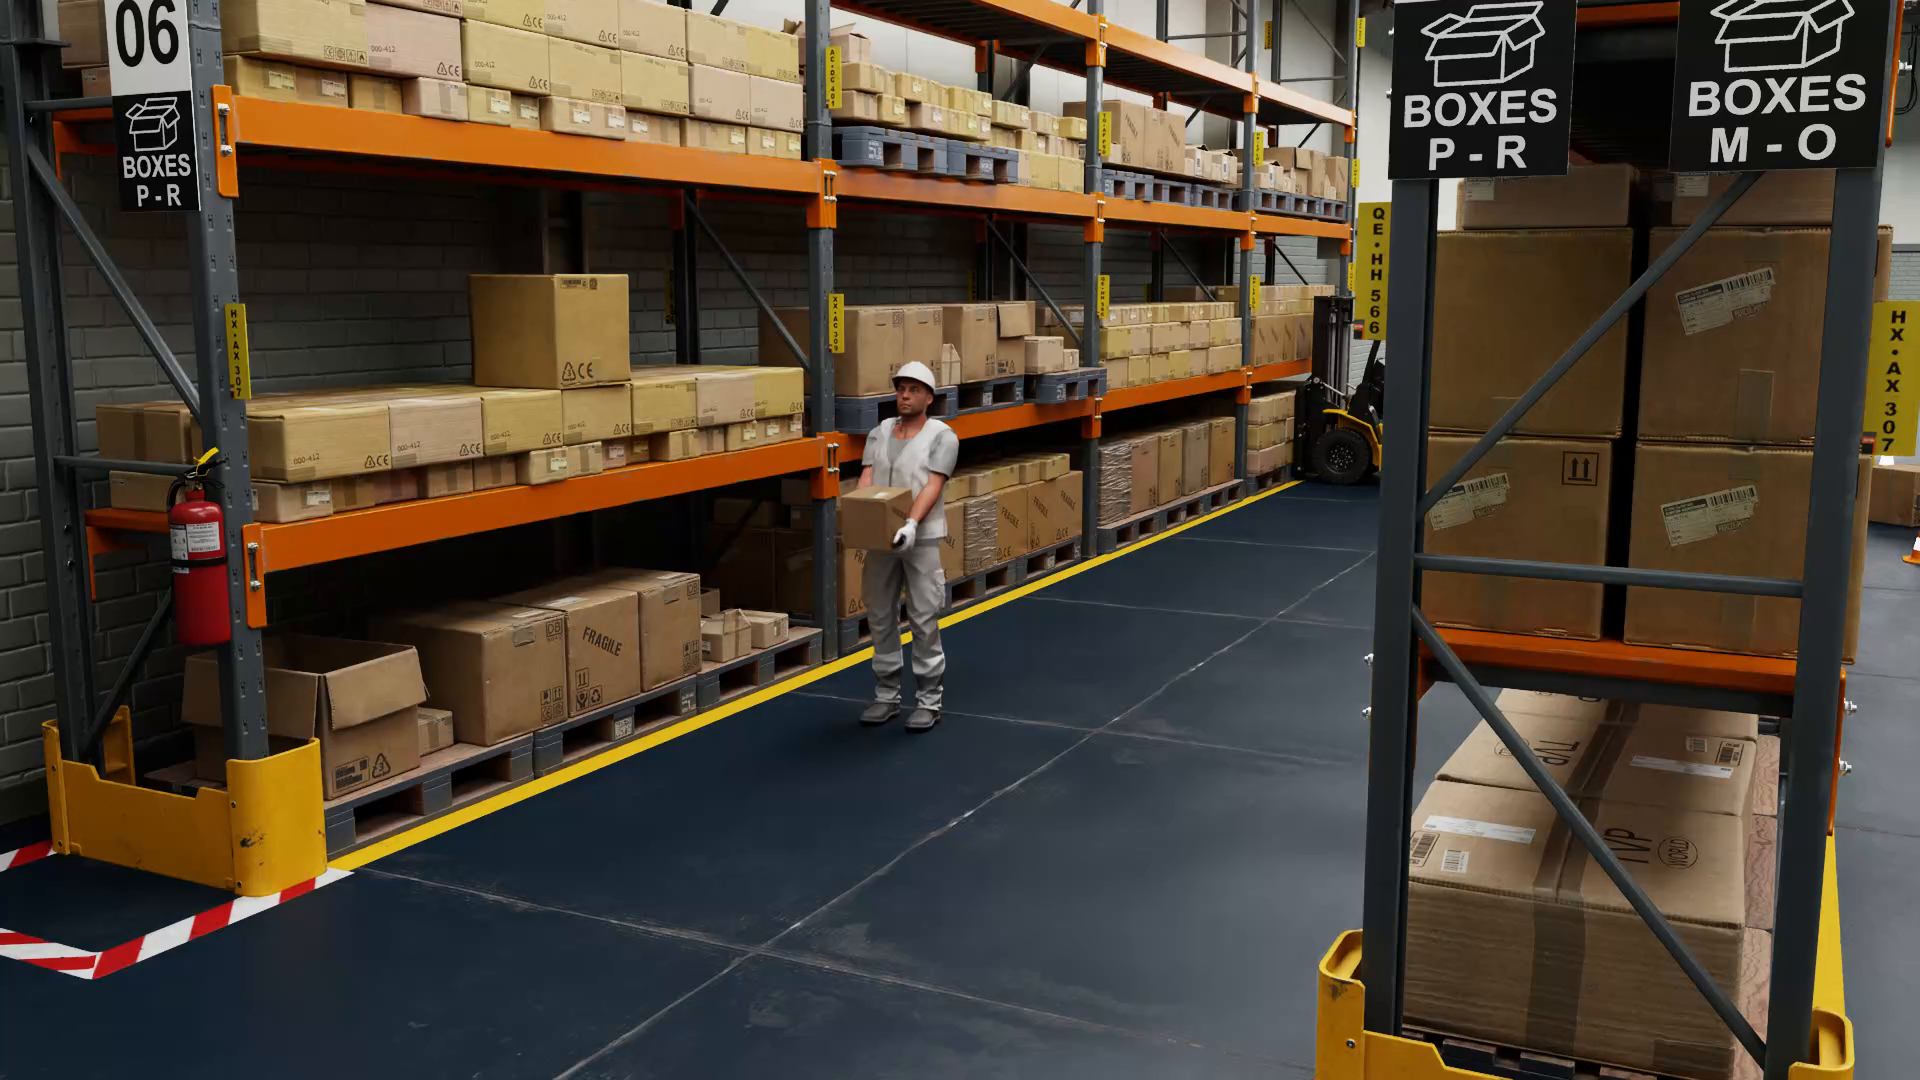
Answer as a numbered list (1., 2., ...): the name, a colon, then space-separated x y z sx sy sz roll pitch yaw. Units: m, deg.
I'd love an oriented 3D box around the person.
1. person: -0.299 0.037 8.069 0.497 1.785 0.561 4 10 26
